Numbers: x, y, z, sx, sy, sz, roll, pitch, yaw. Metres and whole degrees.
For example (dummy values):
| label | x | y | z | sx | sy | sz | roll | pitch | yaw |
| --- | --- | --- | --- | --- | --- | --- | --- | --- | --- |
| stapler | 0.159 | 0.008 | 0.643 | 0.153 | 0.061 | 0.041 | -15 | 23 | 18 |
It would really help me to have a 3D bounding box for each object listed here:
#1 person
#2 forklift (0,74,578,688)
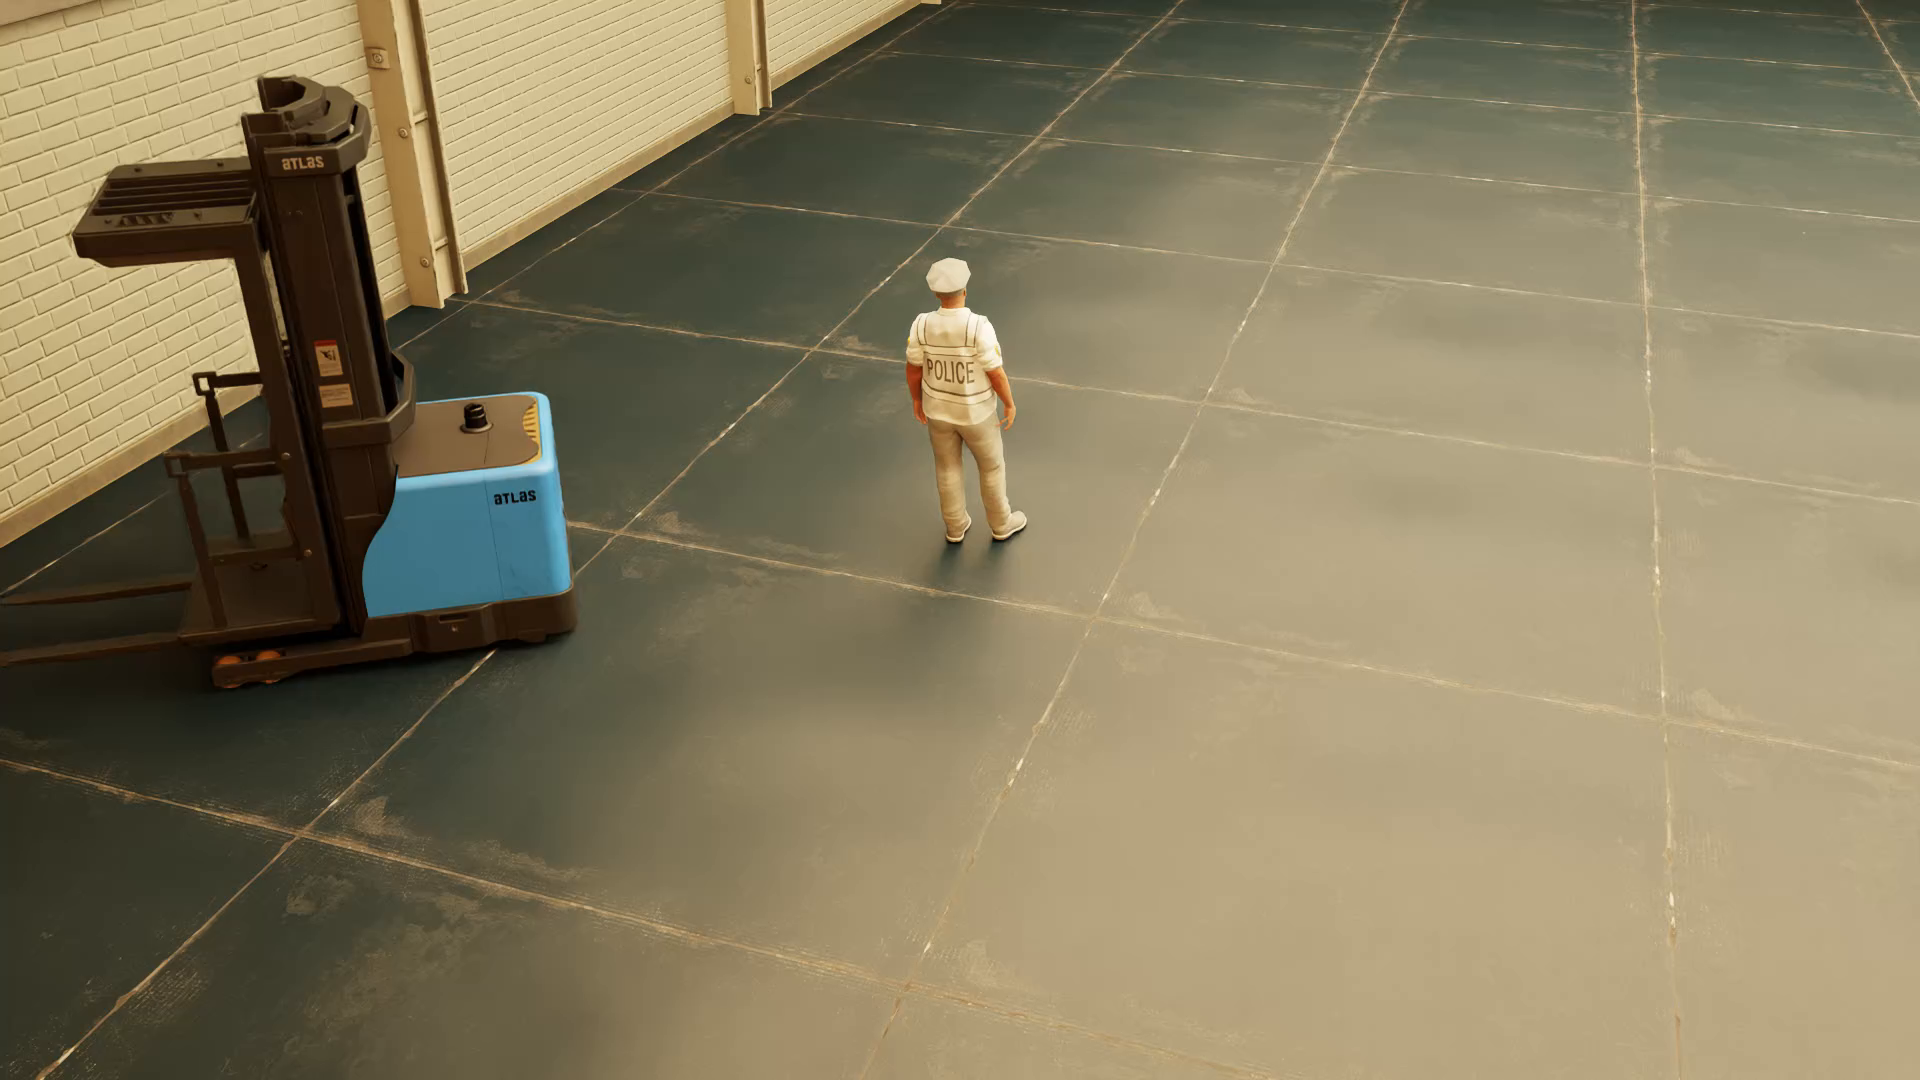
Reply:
| label | x | y | z | sx | sy | sz | roll | pitch | yaw |
| --- | --- | --- | --- | --- | --- | --- | --- | --- | --- |
| person | 0.036 | -0.816 | 9.712 | 0.641 | 1.781 | 0.574 | 10 | 31 | 16 |
| forklift | -3.678 | -0.784 | 8.512 | 3.031 | 2.935 | 1.130 | -7 | 30 | -12 |
